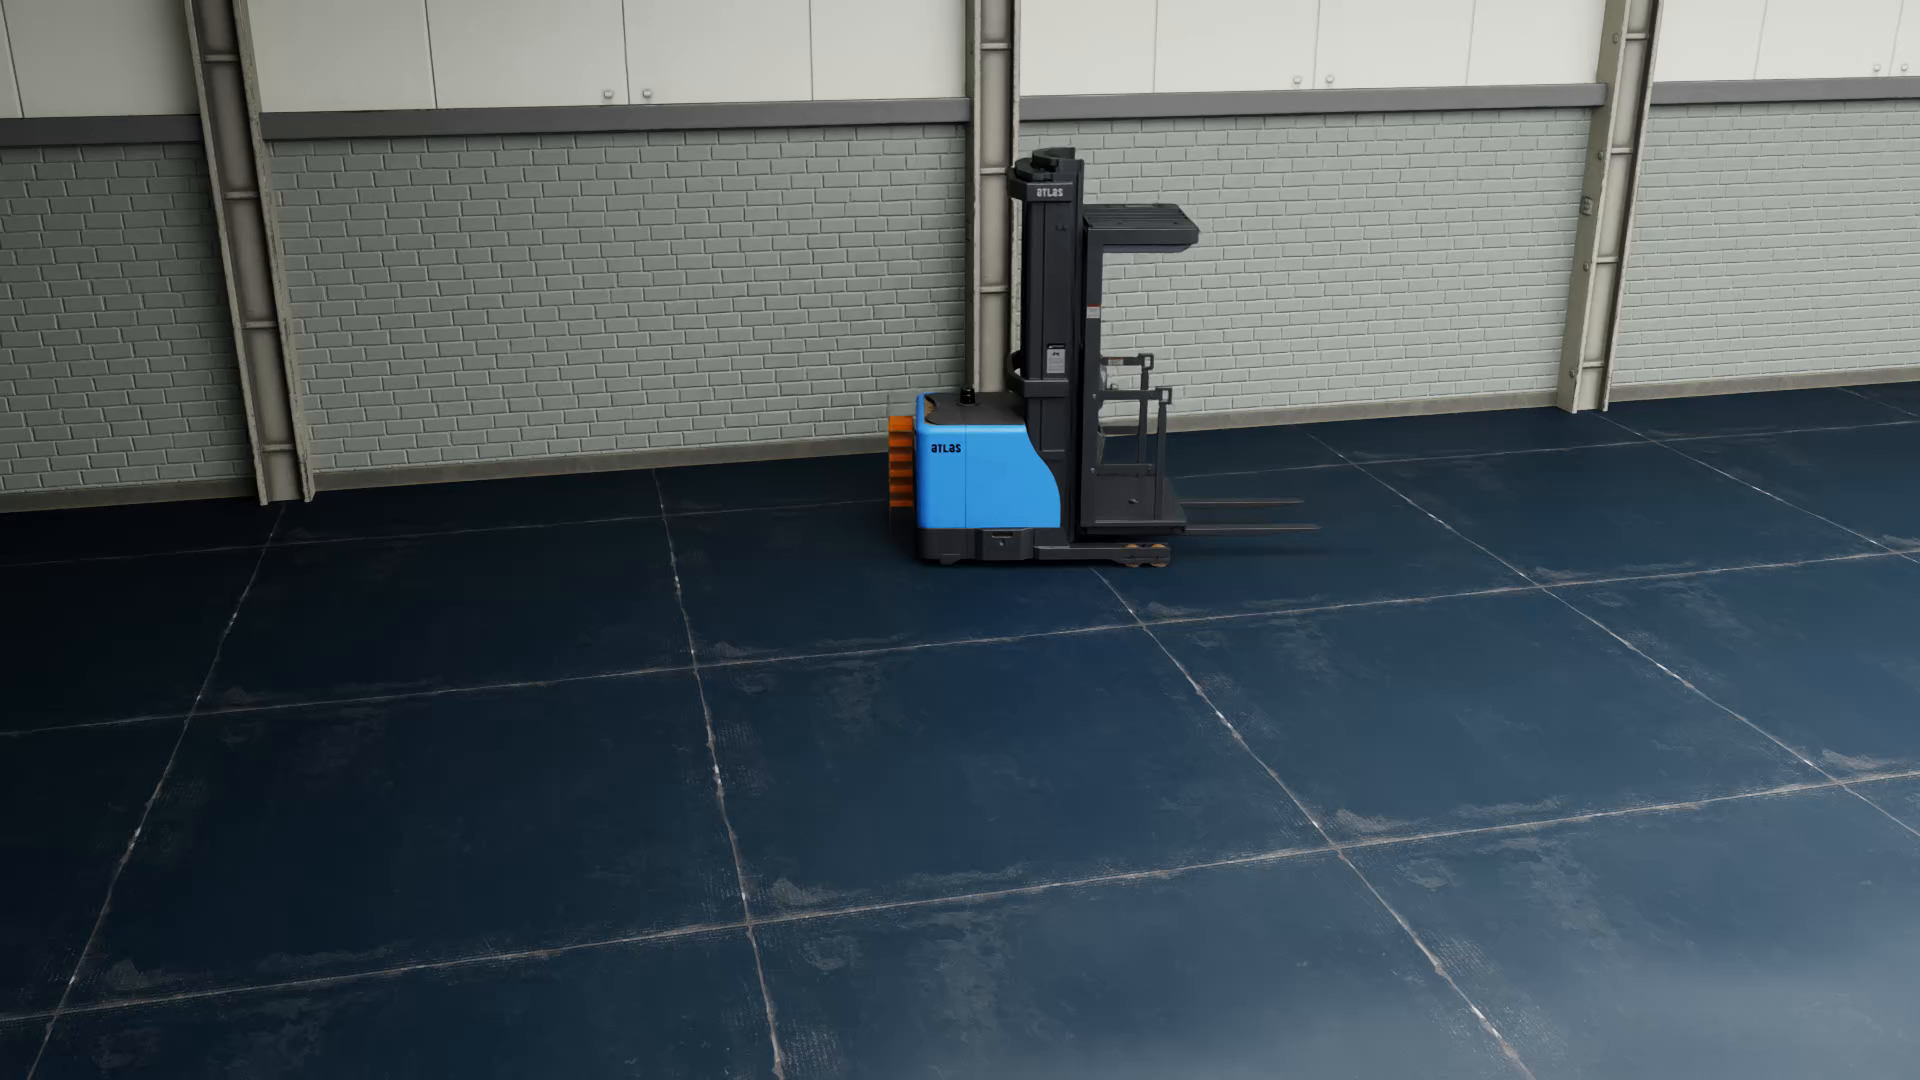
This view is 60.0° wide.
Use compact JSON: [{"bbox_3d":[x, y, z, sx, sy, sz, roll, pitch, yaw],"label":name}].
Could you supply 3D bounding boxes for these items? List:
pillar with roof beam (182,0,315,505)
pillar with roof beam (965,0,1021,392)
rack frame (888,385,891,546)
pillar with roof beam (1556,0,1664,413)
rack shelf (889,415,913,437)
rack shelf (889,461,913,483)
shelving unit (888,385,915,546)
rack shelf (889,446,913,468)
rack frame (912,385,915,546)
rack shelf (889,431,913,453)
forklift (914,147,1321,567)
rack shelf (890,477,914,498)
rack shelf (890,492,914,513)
[{"bbox_3d":[-4.576,-3.136,8.293,0.400,9.000,9.100,-5,21,-12],"label":"pillar with roof beam"},{"bbox_3d":[1.263,-3.611,9.590,0.400,9.000,9.100,-5,21,-12],"label":"pillar with roof beam"},{"bbox_3d":[-0.535,-0.558,12.593,0.006,1.200,0.240,0,20,-1],"label":"rack frame"},{"bbox_3d":[7.102,-4.086,10.886,0.400,9.000,9.100,-5,21,-12],"label":"pillar with roof beam"},{"bbox_3d":[-0.443,-0.855,12.487,0.180,0.103,0.258,0,20,-1],"label":"rack shelf"},{"bbox_3d":[-0.443,-0.517,12.610,0.180,0.103,0.258,0,20,-1],"label":"rack shelf"},{"bbox_3d":[-0.443,-0.559,12.595,0.189,1.200,0.258,0,20,-1],"label":"shelving unit"},{"bbox_3d":[-0.443,-0.630,12.569,0.180,0.103,0.258,0,20,-1],"label":"rack shelf"},{"bbox_3d":[-0.352,-0.559,12.597,0.006,1.200,0.240,0,20,-1],"label":"rack frame"},{"bbox_3d":[-0.443,-0.742,12.528,0.180,0.103,0.258,0,20,-1],"label":"rack shelf"},{"bbox_3d":[1.173,-1.357,12.259,3.031,2.935,1.130,0,20,-1],"label":"forklift"},{"bbox_3d":[-0.443,-0.404,12.652,0.180,0.103,0.258,0,20,-1],"label":"rack shelf"},{"bbox_3d":[-0.443,-0.292,12.693,0.180,0.103,0.258,0,20,-1],"label":"rack shelf"}]
